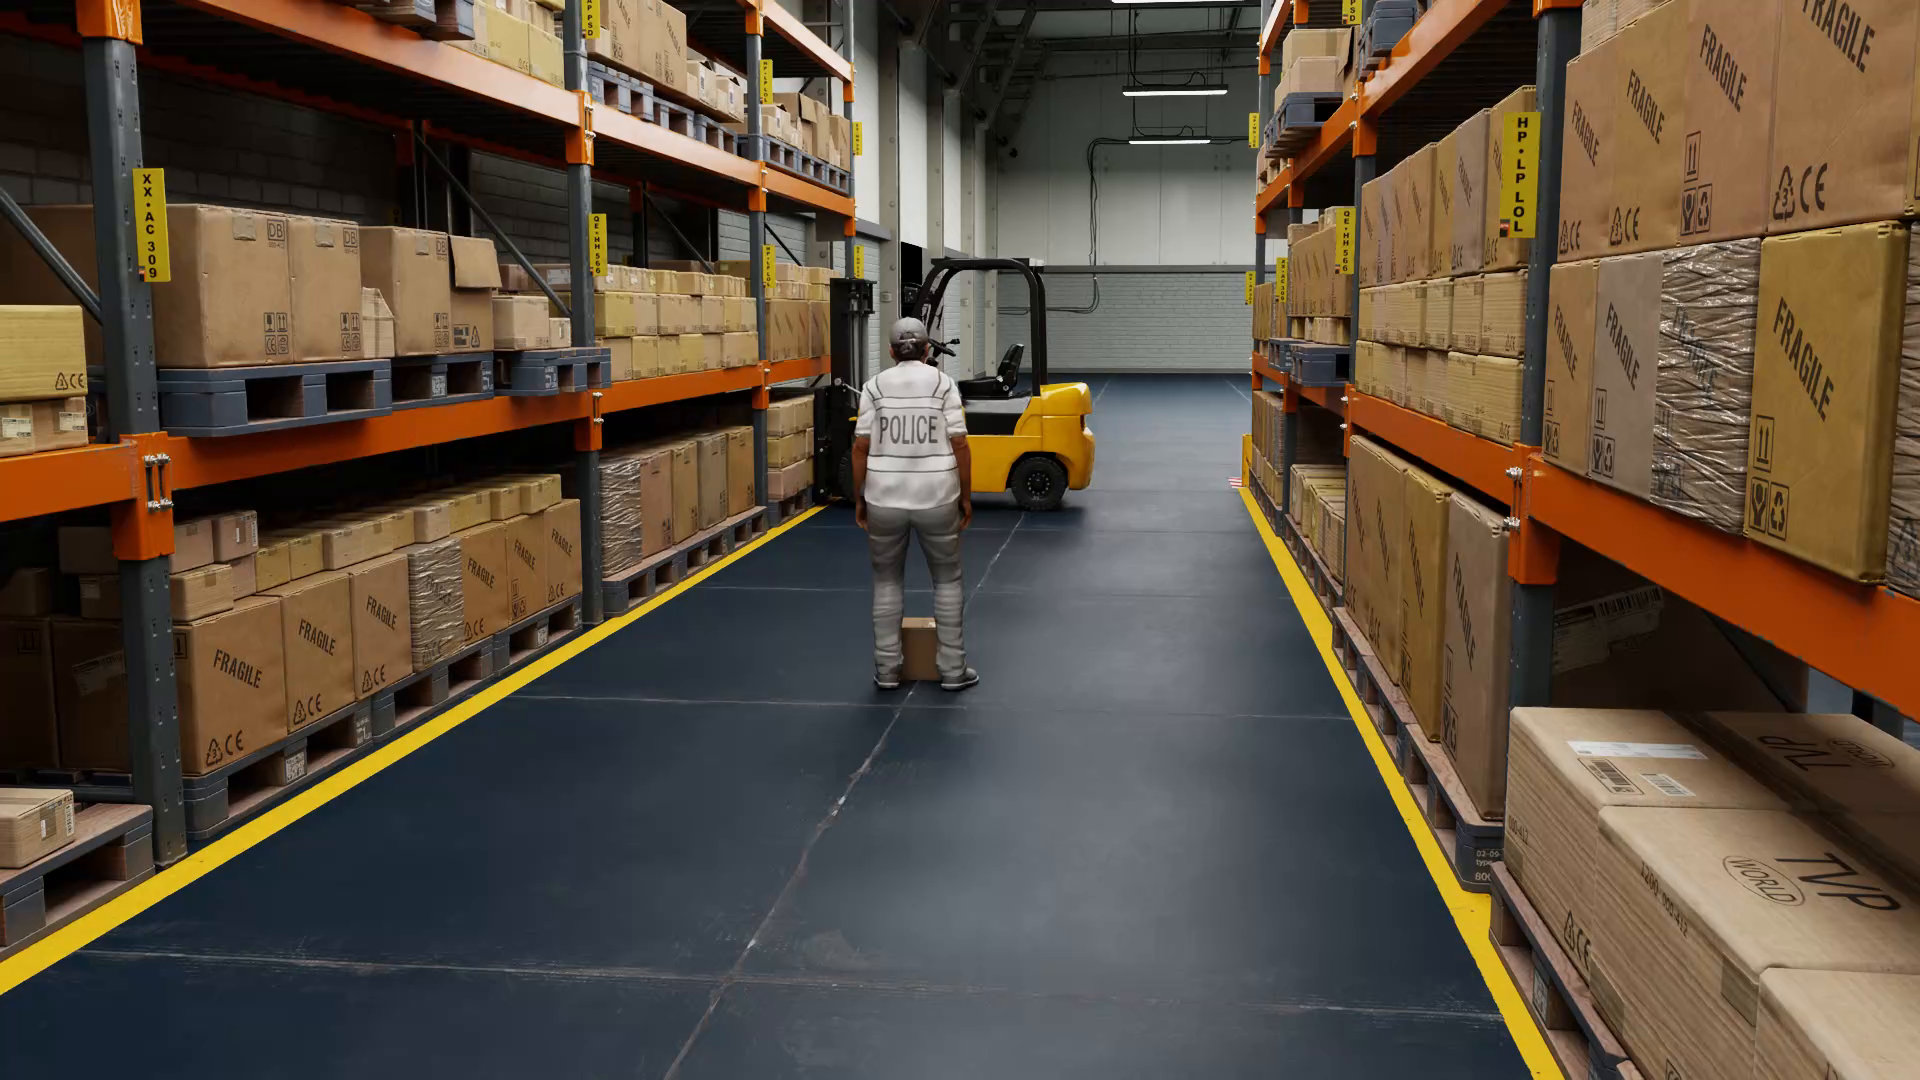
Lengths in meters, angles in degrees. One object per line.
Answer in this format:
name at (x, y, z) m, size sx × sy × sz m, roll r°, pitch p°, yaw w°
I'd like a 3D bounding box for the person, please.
person at (-0.199, -0.163, 7.478) m, size 0.560 × 1.667 × 0.466 m, roll 1°, pitch 8°, yaw 4°
